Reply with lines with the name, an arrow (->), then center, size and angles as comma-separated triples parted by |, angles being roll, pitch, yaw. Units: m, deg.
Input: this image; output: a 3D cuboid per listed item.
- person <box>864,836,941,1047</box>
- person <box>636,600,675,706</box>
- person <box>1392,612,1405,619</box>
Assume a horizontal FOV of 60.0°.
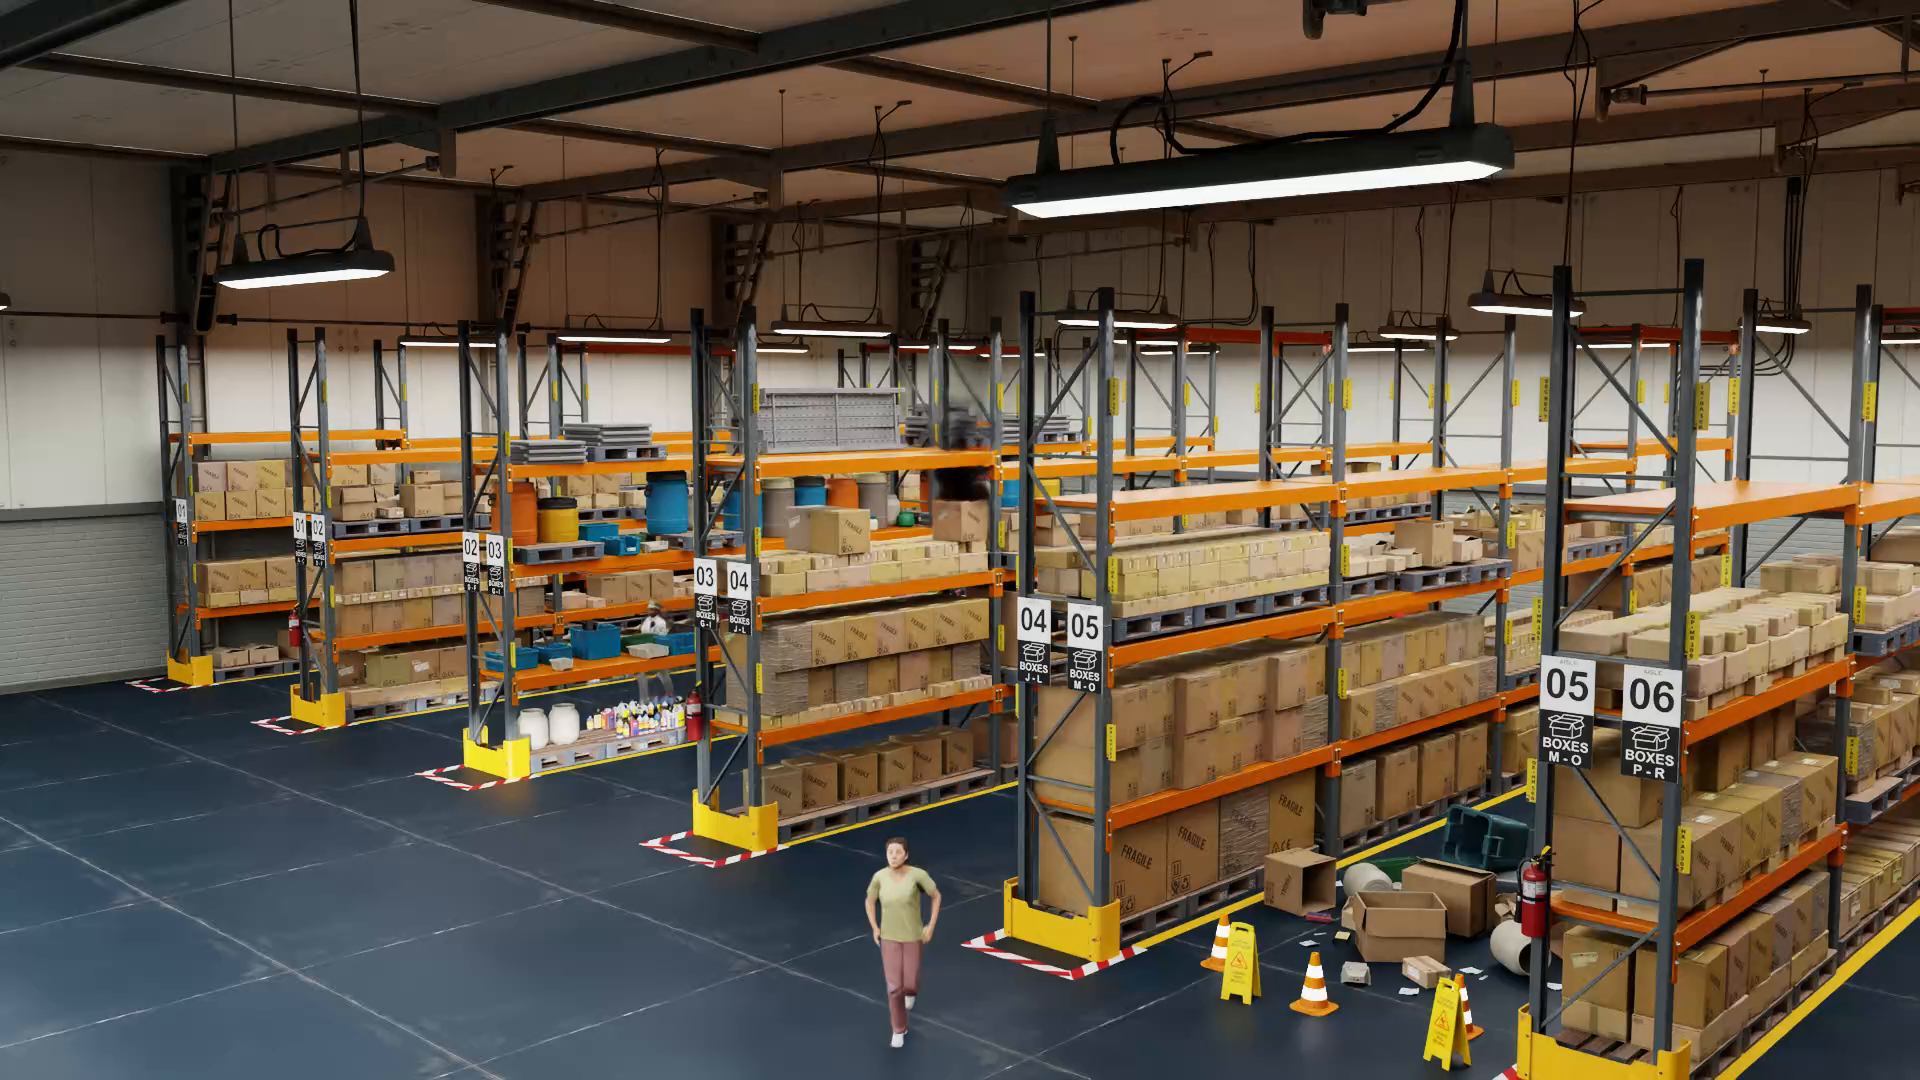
person -> -0.453, 3.128, 13.147 | 0.598, 1.646, 0.615 | 1, 5, 6
person -> -4.899, 1.827, 26.621 | 0.549, 1.760, 0.767 | 3, 6, 31
person -> 6.445, 1.961, 24.635 | 0.641, 1.785, 0.702 | 3, 6, 30
